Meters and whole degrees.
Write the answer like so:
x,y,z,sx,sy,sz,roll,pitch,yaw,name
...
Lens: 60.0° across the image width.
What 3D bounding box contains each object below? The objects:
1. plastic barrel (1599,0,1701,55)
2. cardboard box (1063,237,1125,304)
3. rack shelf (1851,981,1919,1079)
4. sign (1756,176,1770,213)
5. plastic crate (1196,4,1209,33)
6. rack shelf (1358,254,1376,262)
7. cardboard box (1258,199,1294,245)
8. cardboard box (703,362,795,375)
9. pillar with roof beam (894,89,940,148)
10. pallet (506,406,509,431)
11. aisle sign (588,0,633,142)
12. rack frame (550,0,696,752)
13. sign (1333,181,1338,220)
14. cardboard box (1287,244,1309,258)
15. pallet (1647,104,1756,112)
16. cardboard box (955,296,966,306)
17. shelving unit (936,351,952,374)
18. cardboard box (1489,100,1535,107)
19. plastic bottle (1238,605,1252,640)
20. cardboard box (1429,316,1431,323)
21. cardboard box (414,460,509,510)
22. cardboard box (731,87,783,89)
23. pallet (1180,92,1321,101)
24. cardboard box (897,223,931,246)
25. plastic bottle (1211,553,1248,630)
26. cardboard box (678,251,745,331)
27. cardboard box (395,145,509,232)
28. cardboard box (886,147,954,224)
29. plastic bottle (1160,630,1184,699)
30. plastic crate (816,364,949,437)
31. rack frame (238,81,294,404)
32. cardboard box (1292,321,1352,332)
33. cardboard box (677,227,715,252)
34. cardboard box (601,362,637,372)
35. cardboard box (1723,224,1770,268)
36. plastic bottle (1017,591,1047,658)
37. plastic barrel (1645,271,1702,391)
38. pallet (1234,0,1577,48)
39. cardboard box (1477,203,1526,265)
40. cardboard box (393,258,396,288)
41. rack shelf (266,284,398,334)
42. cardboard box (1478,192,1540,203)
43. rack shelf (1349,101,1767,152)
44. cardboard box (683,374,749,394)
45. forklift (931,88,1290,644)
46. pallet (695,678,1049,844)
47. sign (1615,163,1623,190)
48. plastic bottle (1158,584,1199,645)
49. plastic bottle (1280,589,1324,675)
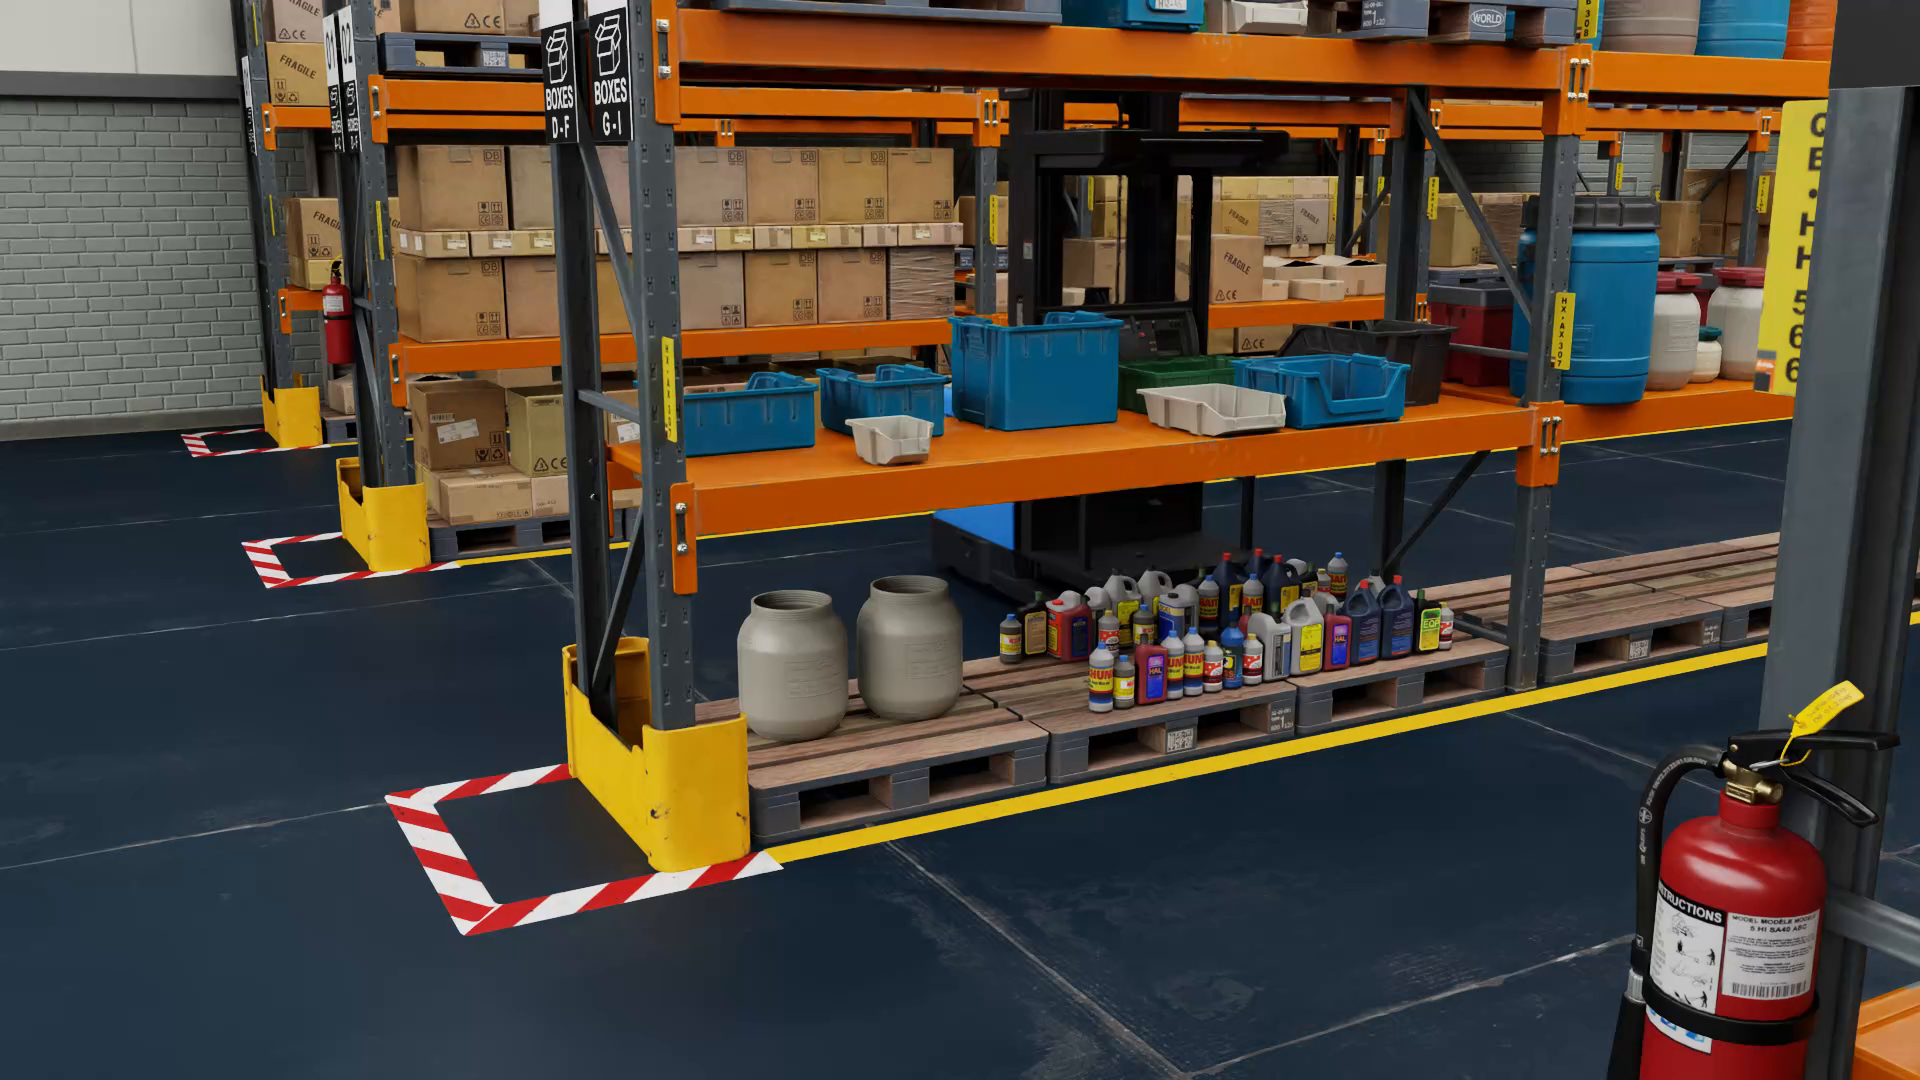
x,y,z,sx,sy,sz,roll,pitch,yaw,name
3.248,-2.741,7.983,0.600,0.901,0.600,0,13,0,plastic barrel
1.105,-2.006,12.462,0.500,0.500,0.500,-6,14,-24,cardboard box
2.949,0.647,2.541,4.000,0.370,1.077,-7,14,-28,rack shelf
7.252,-3.124,15.020,0.005,0.325,0.100,-7,14,-28,sign
0.816,-2.115,6.827,0.450,0.188,0.336,-7,14,-28,plastic crate
6.361,-3.479,20.875,4.000,0.370,1.077,-7,14,-28,rack shelf
3.434,-3.619,18.909,0.500,0.500,0.500,-7,14,-28,cardboard box
-1.474,-0.959,11.639,0.500,0.500,0.500,-7,14,-28,cardboard box
1.602,-5.326,13.779,0.400,9.000,9.100,-7,14,-28,pillar with roof beam
-4.061,-1.211,15.509,1.213,0.211,1.003,-7,14,-28,pallet
-1.103,-1.652,5.198,0.004,0.787,0.394,-7,14,-28,aisle sign
-1.180,-0.448,5.768,0.127,3.000,1.000,-7,14,-28,rack frame
3.204,-2.874,14.093,0.005,0.325,0.100,-7,14,-28,sign
3.782,-3.328,19.092,0.250,0.149,0.380,-7,14,-28,cardboard box
6.377,-3.982,15.068,1.003,0.211,1.213,-7,14,-28,pallet
-0.042,-2.426,17.541,0.500,0.250,0.500,-7,14,-27,cardboard box
-0.013,-0.584,10.471,0.189,1.200,0.258,-7,14,-28,shelving unit
4.286,-3.863,13.882,0.500,0.500,0.910,-7,14,-28,cardboard box
1.256,0.415,7.118,0.133,0.283,0.061,-7,14,-28,plastic bottle
5.754,-2.716,20.583,0.500,0.500,0.700,-7,14,-28,cardboard box
-3.221,-0.380,10.771,0.500,0.250,0.500,-7,14,-28,cardboard box
-1.898,-4.537,15.922,0.500,0.500,0.500,-5,13,-20,cardboard box
1.939,-3.409,12.523,1.213,0.211,1.003,-6,14,-25,pallet
-0.393,-2.094,11.375,0.250,0.149,0.380,-7,15,-29,cardboard box
1.258,0.234,7.770,0.185,0.351,0.144,-8,15,-30,plastic bottle
-1.777,-1.662,10.934,0.500,0.500,0.700,-6,14,-26,cardboard box
-3.088,-2.137,10.090,0.500,0.500,0.700,-7,14,-28,cardboard box
-0.425,-2.458,11.515,0.500,0.500,0.700,-7,14,-28,cardboard box
0.862,0.502,6.760,0.097,0.271,0.097,0,13,0,plastic bottle
-0.311,-0.553,6.573,0.408,0.251,0.499,-7,14,-28,plastic crate
-5.927,-2.357,14.252,0.127,3.000,1.000,-7,14,-28,rack frame
4.098,-2.682,19.636,0.750,0.750,0.750,-7,14,-27,cardboard box
-1.753,-1.930,10.646,0.250,0.149,0.380,-7,14,-27,cardboard box
-3.308,-1.656,15.828,0.500,0.500,0.500,-8,15,-32,cardboard box
7.561,-2.715,15.615,0.500,0.500,0.500,-6,14,-26,cardboard box
0.316,0.369,7.322,0.133,0.283,0.061,-6,14,-26,plastic bottle
3.276,-0.994,7.882,0.433,0.535,0.433,0,13,0,plastic barrel
1.745,-2.145,6.908,1.003,0.211,1.213,-7,14,-28,pallet
4.865,-2.646,14.349,0.500,0.500,0.700,-4,13,-17,cardboard box
-4.897,-2.341,14.477,0.500,0.250,0.500,-7,15,-30,cardboard box
-4.171,-2.217,15.266,4.000,0.370,1.077,-7,14,-28,rack shelf
7.041,-4.053,21.101,0.700,0.700,0.980,-7,14,-28,cardboard box
5.227,-3.567,14.436,4.000,0.370,1.077,-7,14,-28,rack shelf
-1.655,-0.803,10.944,0.500,0.500,0.500,-7,14,-28,cardboard box
0.943,-1.033,8.523,1.130,2.935,3.031,-6,14,-26,forklift
-0.420,0.811,6.525,1.213,0.211,1.003,-7,14,-28,pallet
8.365,-4.615,21.107,0.005,0.325,0.100,-7,14,-28,sign
0.978,0.341,7.465,0.135,0.276,0.152,-7,14,-28,plastic bottle
1.452,0.386,7.092,0.185,0.351,0.144,-7,14,-28,plastic bottle
